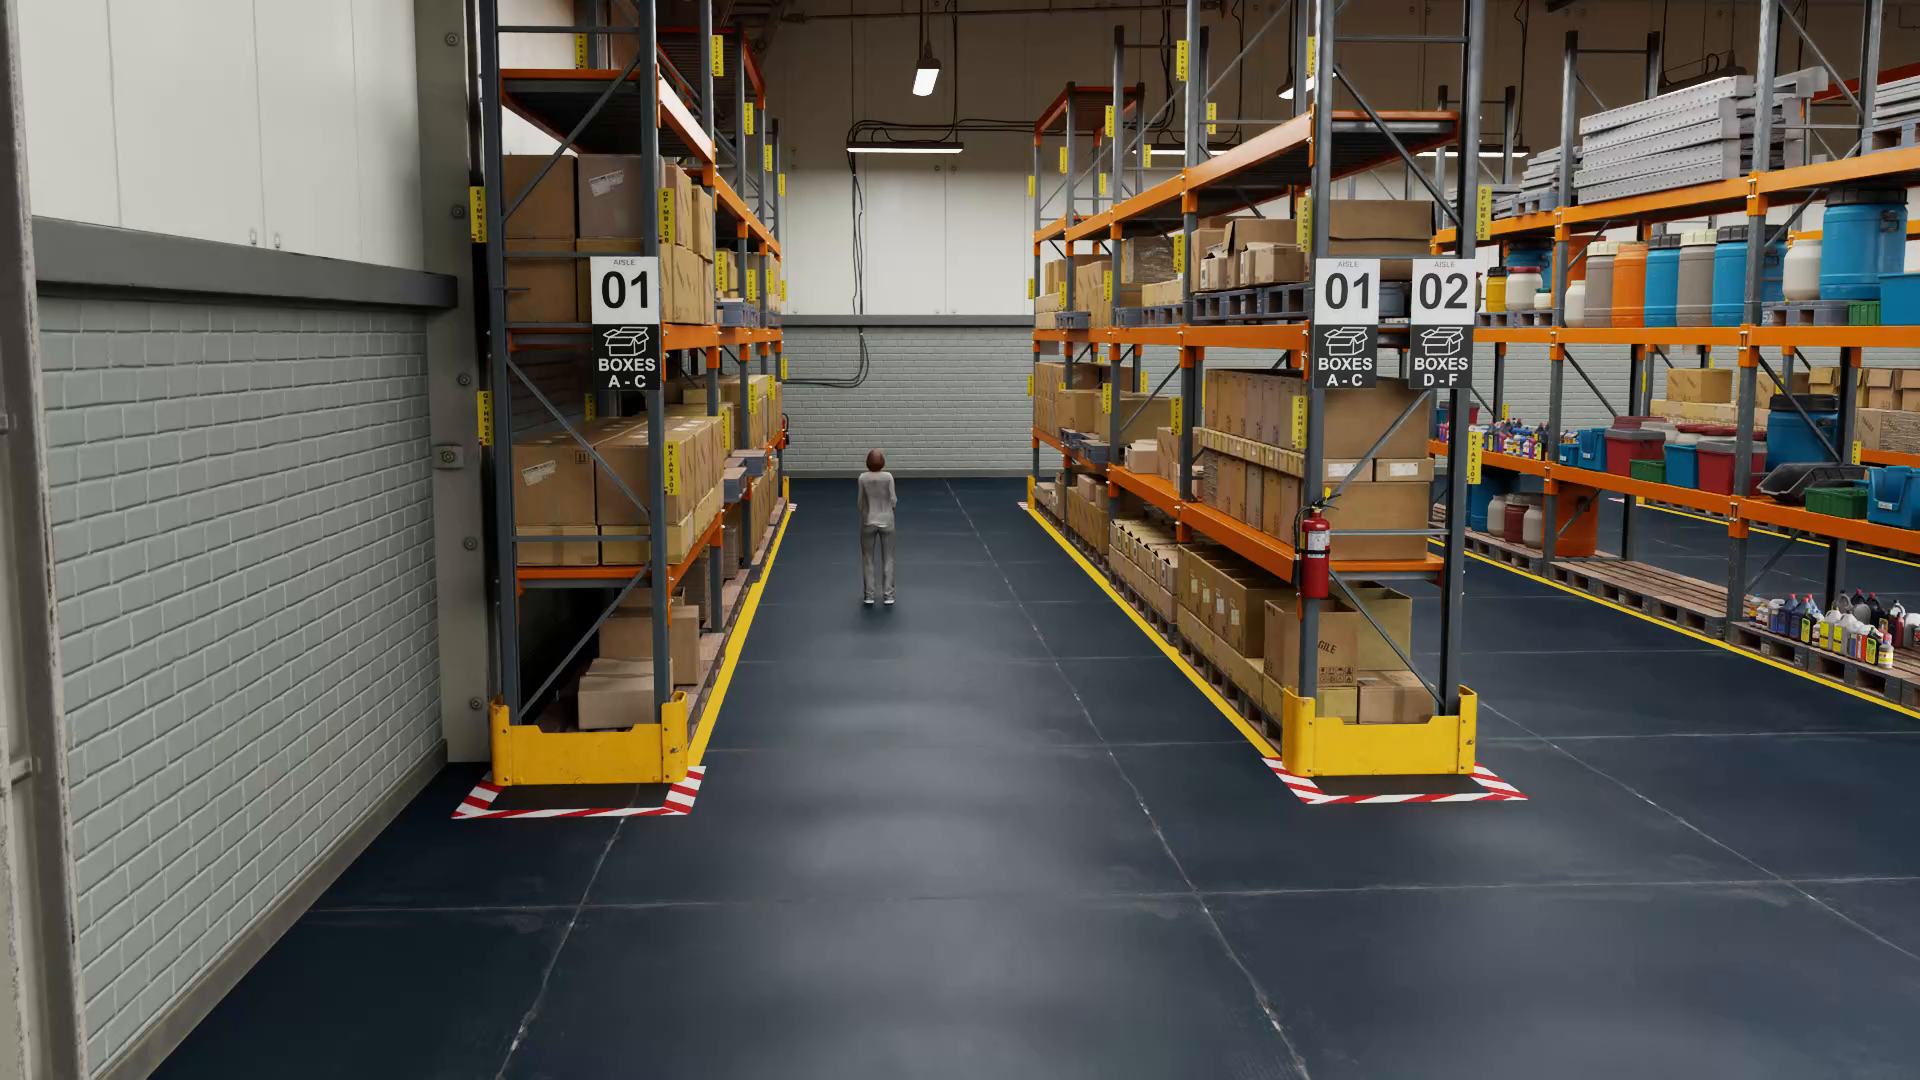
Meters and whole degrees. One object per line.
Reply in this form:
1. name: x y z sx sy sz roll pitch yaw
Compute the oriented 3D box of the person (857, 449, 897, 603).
1. person: -0.847 -0.147 17.005 0.405 1.589 0.498 0 7 -3
